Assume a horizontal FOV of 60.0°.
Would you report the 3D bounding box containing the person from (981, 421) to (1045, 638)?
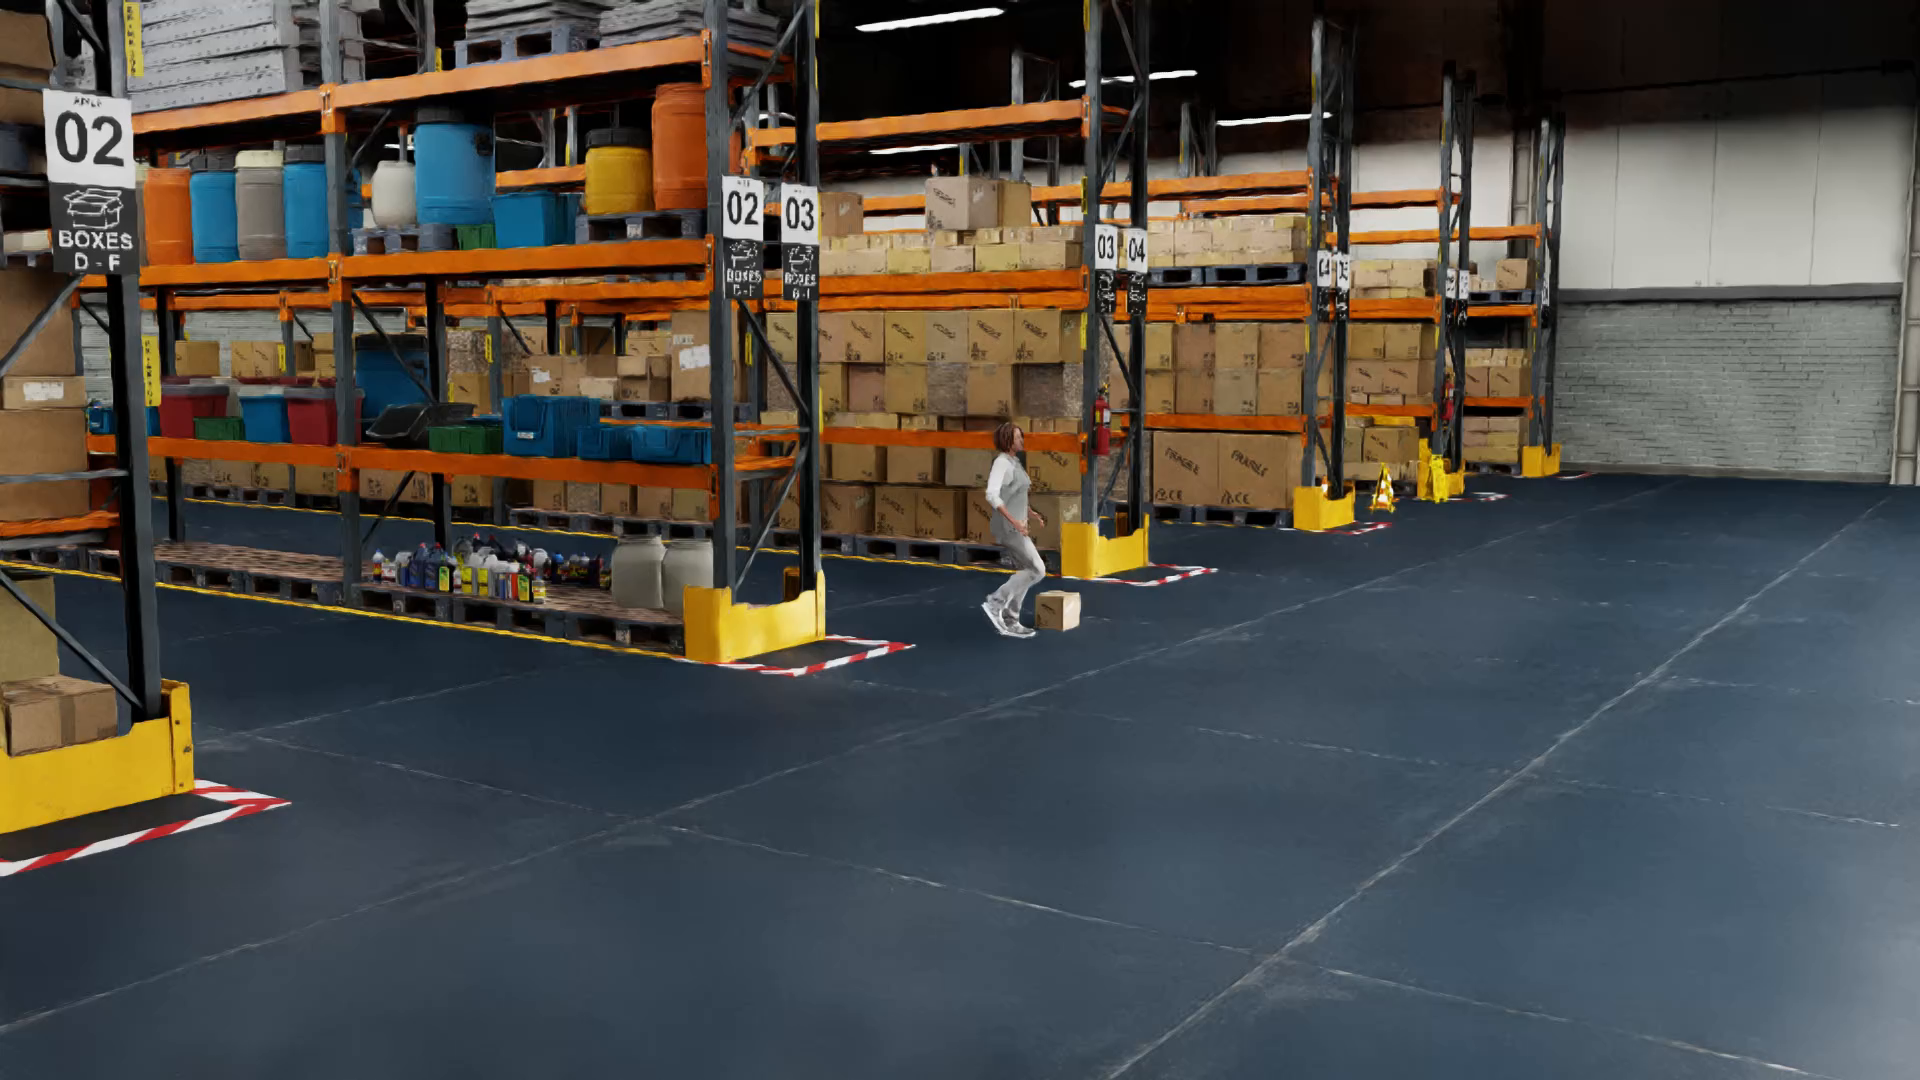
[{"bbox_3d":[0.393,-0.071,11.971,0.454,1.566,0.594,1,7,5],"label":"person"}]
